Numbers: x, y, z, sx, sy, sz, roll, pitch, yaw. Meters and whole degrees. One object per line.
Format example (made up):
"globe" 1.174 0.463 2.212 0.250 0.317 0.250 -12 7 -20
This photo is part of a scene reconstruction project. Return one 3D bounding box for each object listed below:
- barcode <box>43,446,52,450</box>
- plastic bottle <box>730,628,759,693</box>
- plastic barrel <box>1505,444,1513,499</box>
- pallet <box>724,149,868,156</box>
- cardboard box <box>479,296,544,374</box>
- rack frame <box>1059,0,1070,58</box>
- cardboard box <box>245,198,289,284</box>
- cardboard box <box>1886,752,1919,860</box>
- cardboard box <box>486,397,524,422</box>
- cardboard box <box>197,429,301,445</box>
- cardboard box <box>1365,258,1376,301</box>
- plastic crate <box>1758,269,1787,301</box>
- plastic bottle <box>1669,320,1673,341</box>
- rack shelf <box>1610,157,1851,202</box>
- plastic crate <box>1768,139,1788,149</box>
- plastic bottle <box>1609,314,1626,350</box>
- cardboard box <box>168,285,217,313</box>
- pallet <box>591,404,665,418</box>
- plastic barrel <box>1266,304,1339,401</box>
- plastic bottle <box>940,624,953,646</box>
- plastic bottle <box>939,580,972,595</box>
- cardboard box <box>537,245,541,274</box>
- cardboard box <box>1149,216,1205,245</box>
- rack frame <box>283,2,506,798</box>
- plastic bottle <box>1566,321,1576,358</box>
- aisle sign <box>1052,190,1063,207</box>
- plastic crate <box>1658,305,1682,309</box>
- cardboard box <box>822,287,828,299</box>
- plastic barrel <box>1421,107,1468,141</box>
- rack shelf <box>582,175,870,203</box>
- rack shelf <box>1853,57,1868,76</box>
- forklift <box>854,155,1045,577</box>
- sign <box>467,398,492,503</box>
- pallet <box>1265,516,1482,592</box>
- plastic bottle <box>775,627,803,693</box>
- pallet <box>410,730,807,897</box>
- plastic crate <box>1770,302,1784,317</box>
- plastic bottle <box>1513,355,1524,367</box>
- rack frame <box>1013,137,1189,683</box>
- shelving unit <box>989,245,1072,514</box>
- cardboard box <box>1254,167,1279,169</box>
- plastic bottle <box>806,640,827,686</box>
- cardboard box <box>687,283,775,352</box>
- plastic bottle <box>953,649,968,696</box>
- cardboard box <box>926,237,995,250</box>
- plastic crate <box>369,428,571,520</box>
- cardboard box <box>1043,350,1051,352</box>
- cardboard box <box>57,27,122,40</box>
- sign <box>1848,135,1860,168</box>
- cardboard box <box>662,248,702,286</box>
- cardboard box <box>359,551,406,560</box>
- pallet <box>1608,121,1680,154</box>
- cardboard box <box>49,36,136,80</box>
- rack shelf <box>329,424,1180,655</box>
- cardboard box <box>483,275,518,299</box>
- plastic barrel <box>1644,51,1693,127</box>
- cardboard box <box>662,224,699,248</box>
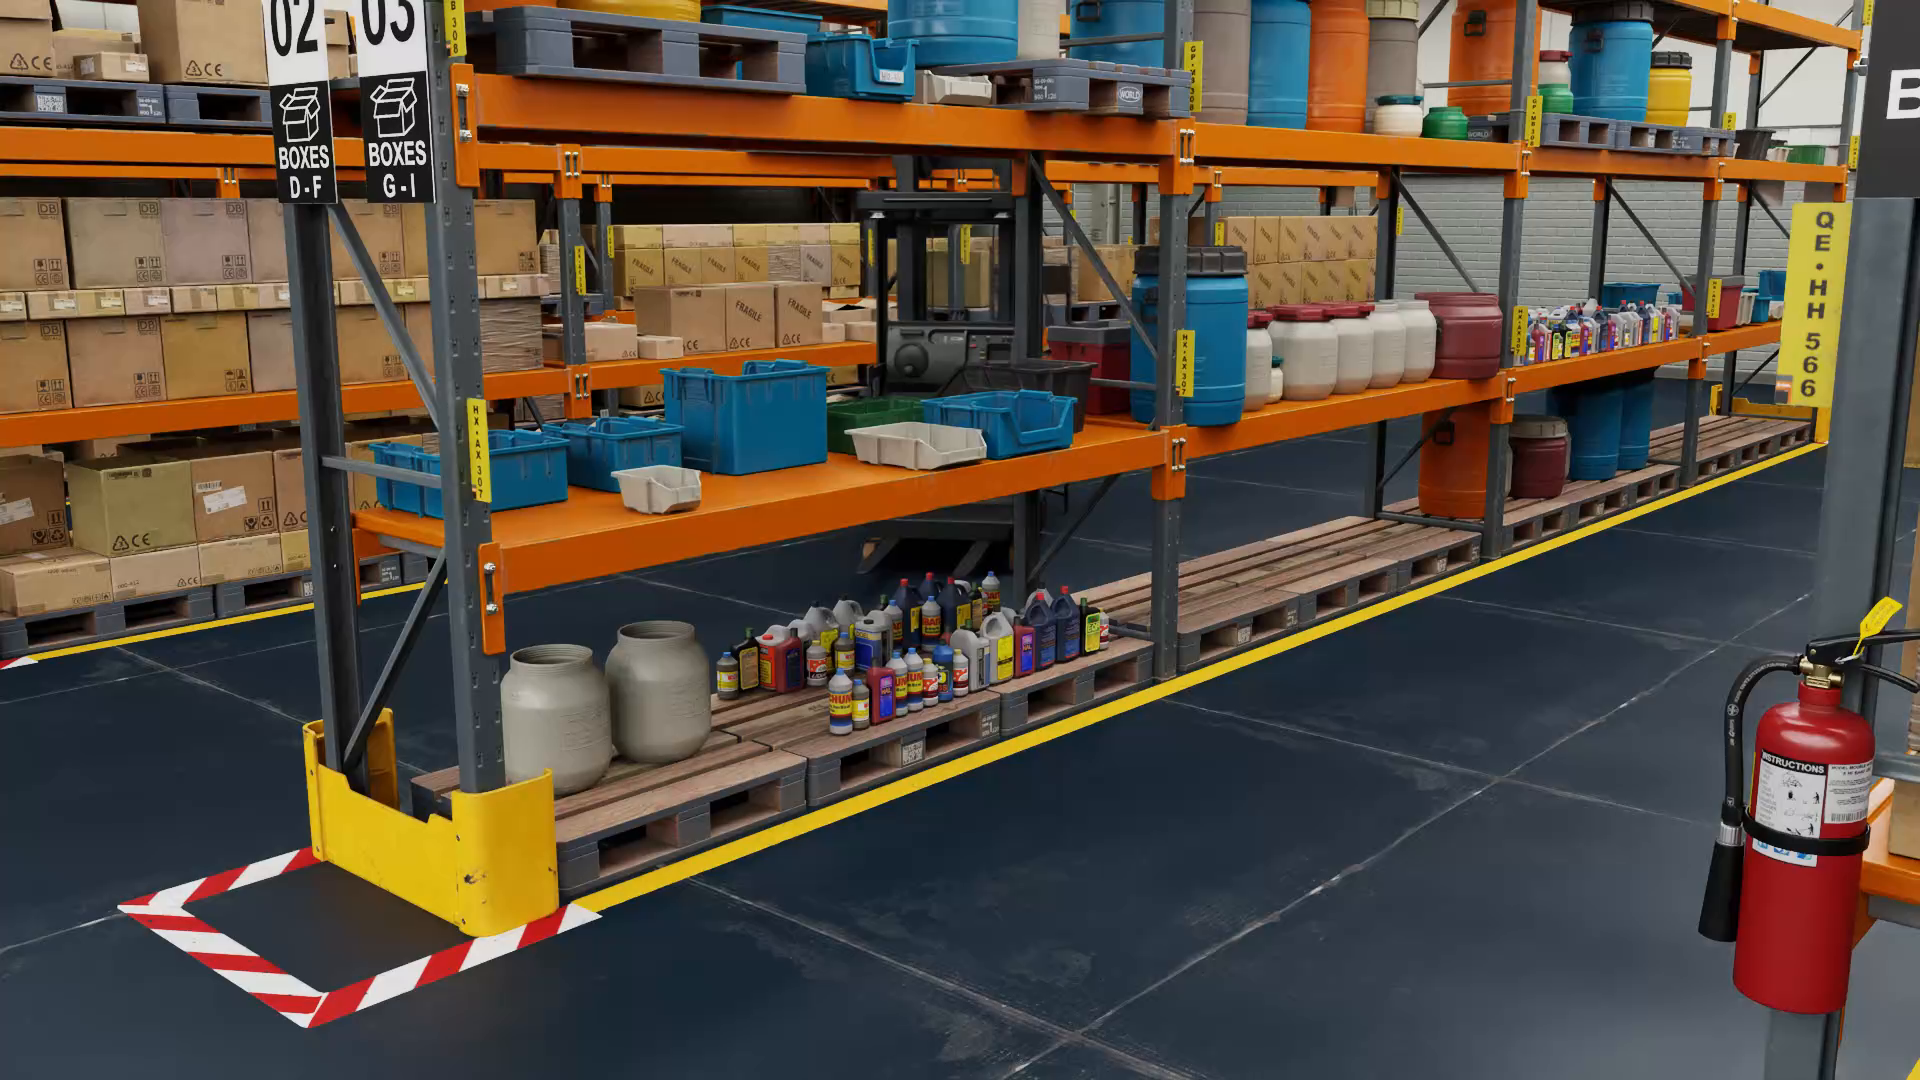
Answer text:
"barcode" -7.827 -0.767 14.263 0.001 0.075 0.075 10 15 40
"plastic bottle" -0.988 0.549 7.615 0.061 0.283 0.133 10 15 42
"plastic barrel" 3.962 -0.552 12.598 0.421 0.512 0.421 0 11 0
"pallet" -1.489 -3.141 13.101 1.003 0.211 1.213 11 16 43
"cardboard box" -3.301 -1.433 11.473 0.700 0.500 0.500 9 15 39
"rack frame" 1.185 -6.797 23.269 1.000 3.000 0.127 10 15 40
"cardboard box" -4.294 -1.848 10.236 0.700 0.500 0.500 10 15 40
"cardboard box" 1.819 0.474 2.820 0.380 0.149 0.250 10 15 40
"cardboard box" -4.959 -1.495 17.297 0.700 0.500 0.500 10 15 40
"cardboard box" -4.542 -0.427 10.723 0.500 0.500 0.500 10 15 40
"cardboard box" 4.818 -3.164 20.137 0.500 0.500 0.500 10 15 42
"plastic crate" 8.546 -2.548 17.067 0.616 0.435 0.499 10 15 40
"plastic bottle" 5.913 -1.768 13.914 0.097 0.201 0.097 0 11 0
"rack shelf" 7.307 -3.399 15.747 1.077 0.370 4.000 10 15 40
"plastic crate" 8.164 -3.961 17.059 0.497 0.269 0.590 10 15 40
"plastic bottle" 5.153 -1.644 13.099 0.152 0.276 0.135 10 15 40
"cardboard box" -4.552 -1.411 9.705 0.380 0.149 0.250 9 14 38
"pallet" -3.519 -1.417 18.769 1.003 0.211 1.213 10 15 40
"plastic barrel" 1.986 -1.096 9.694 0.433 0.535 0.433 0 11 0
"plastic bottle" -0.033 0.525 7.738 0.061 0.283 0.133 10 15 40
"plastic bottle" -0.027 0.352 8.621 0.152 0.276 0.135 10 15 42
"cardboard box" -4.747 -2.787 17.129 0.700 0.500 0.500 8 14 35
"cardboard box" 2.408 -3.274 18.139 0.500 0.500 0.500 10 15 41
"rack frame" -1.935 -0.221 5.658 1.000 3.000 0.127 10 15 40
"plastic bottle" 4.518 -1.492 12.350 0.097 0.271 0.097 0 11 0
"aisle sign" 1.458 -5.102 23.461 0.394 0.787 0.004 10 15 40
"plastic crate" 6.910 -2.181 15.994 0.293 0.136 0.466 10 15 40
"cardboard box" -1.819 -2.995 20.138 0.380 0.149 0.250 10 15 42
"plastic barrel" 3.222 -2.750 11.057 0.294 0.245 0.294 0 11 0
"rack shelf" -2.775 -4.091 19.214 1.077 0.370 4.000 10 15 40
"rack shelf" 3.106 -0.993 3.701 1.077 0.370 4.000 10 15 40
"forklift" -0.075 -1.304 11.258 1.130 2.935 3.031 2 11 8
"sign" -1.524 -0.285 5.271 0.100 0.325 0.005 10 15 40
"pallet" 2.806 0.079 11.278 1.003 0.211 1.213 10 15 40
"plastic bottle" -0.784 0.549 7.617 0.061 0.283 0.133 10 15 40
"pallet" -1.379 1.011 6.612 1.003 0.211 1.213 10 15 40
"plastic crate" 8.023 -2.291 16.542 0.396 0.136 0.243 10 15 40
"plastic bottle" 3.875 -1.359 11.672 0.152 0.276 0.135 10 15 40
"rack frame" 0.706 -0.809 8.604 1.000 3.000 0.127 10 15 40
"shelving unit" 0.546 -1.247 13.096 0.503 2.100 0.431 -7 13 -33
"cardboard box" 3.108 -4.137 17.991 0.500 0.250 0.500 10 15 40
"plastic bottle" -0.667 0.568 7.728 0.097 0.201 0.097 0 11 0
"cardboard box" -1.815 -1.761 13.116 0.500 0.500 0.500 10 15 40
"plastic bottle" -0.010 0.599 7.573 0.097 0.201 0.097 0 11 0
"cardboard box" -0.126 -3.707 22.346 0.980 0.700 0.700 9 14 38
"plastic crate" -1.829 -0.260 6.235 0.499 0.251 0.616 10 15 40
"cardboard box" 1.106 -1.798 16.899 0.500 0.250 0.500 10 15 40
"cardboard box" -7.219 -3.919 13.656 0.500 0.500 0.500 11 16 43
"sign" 9.051 -3.926 16.816 0.100 0.325 0.005 10 15 40
"cardboard box" -3.230 -2.998 18.495 0.500 0.500 0.500 10 15 42
"cardboard box" -3.811 -0.063 10.819 0.500 0.250 0.500 10 15 40
"pallet" 4.796 -3.069 12.744 1.003 0.211 1.213 10 15 40
"cardboard box" -5.091 -2.737 9.552 0.500 0.250 0.500 10 15 40
"rack shelf" -0.614 -0.162 7.201 1.077 0.370 4.000 10 15 40
"cardboard box" -3.196 -1.713 11.220 0.380 0.149 0.250 9 15 39
"plastic barrel" 5.537 -3.595 13.340 0.600 0.588 0.600 0 11 0
"cardboard box" -3.248 -3.364 18.413 0.500 0.250 0.500 9 15 40
